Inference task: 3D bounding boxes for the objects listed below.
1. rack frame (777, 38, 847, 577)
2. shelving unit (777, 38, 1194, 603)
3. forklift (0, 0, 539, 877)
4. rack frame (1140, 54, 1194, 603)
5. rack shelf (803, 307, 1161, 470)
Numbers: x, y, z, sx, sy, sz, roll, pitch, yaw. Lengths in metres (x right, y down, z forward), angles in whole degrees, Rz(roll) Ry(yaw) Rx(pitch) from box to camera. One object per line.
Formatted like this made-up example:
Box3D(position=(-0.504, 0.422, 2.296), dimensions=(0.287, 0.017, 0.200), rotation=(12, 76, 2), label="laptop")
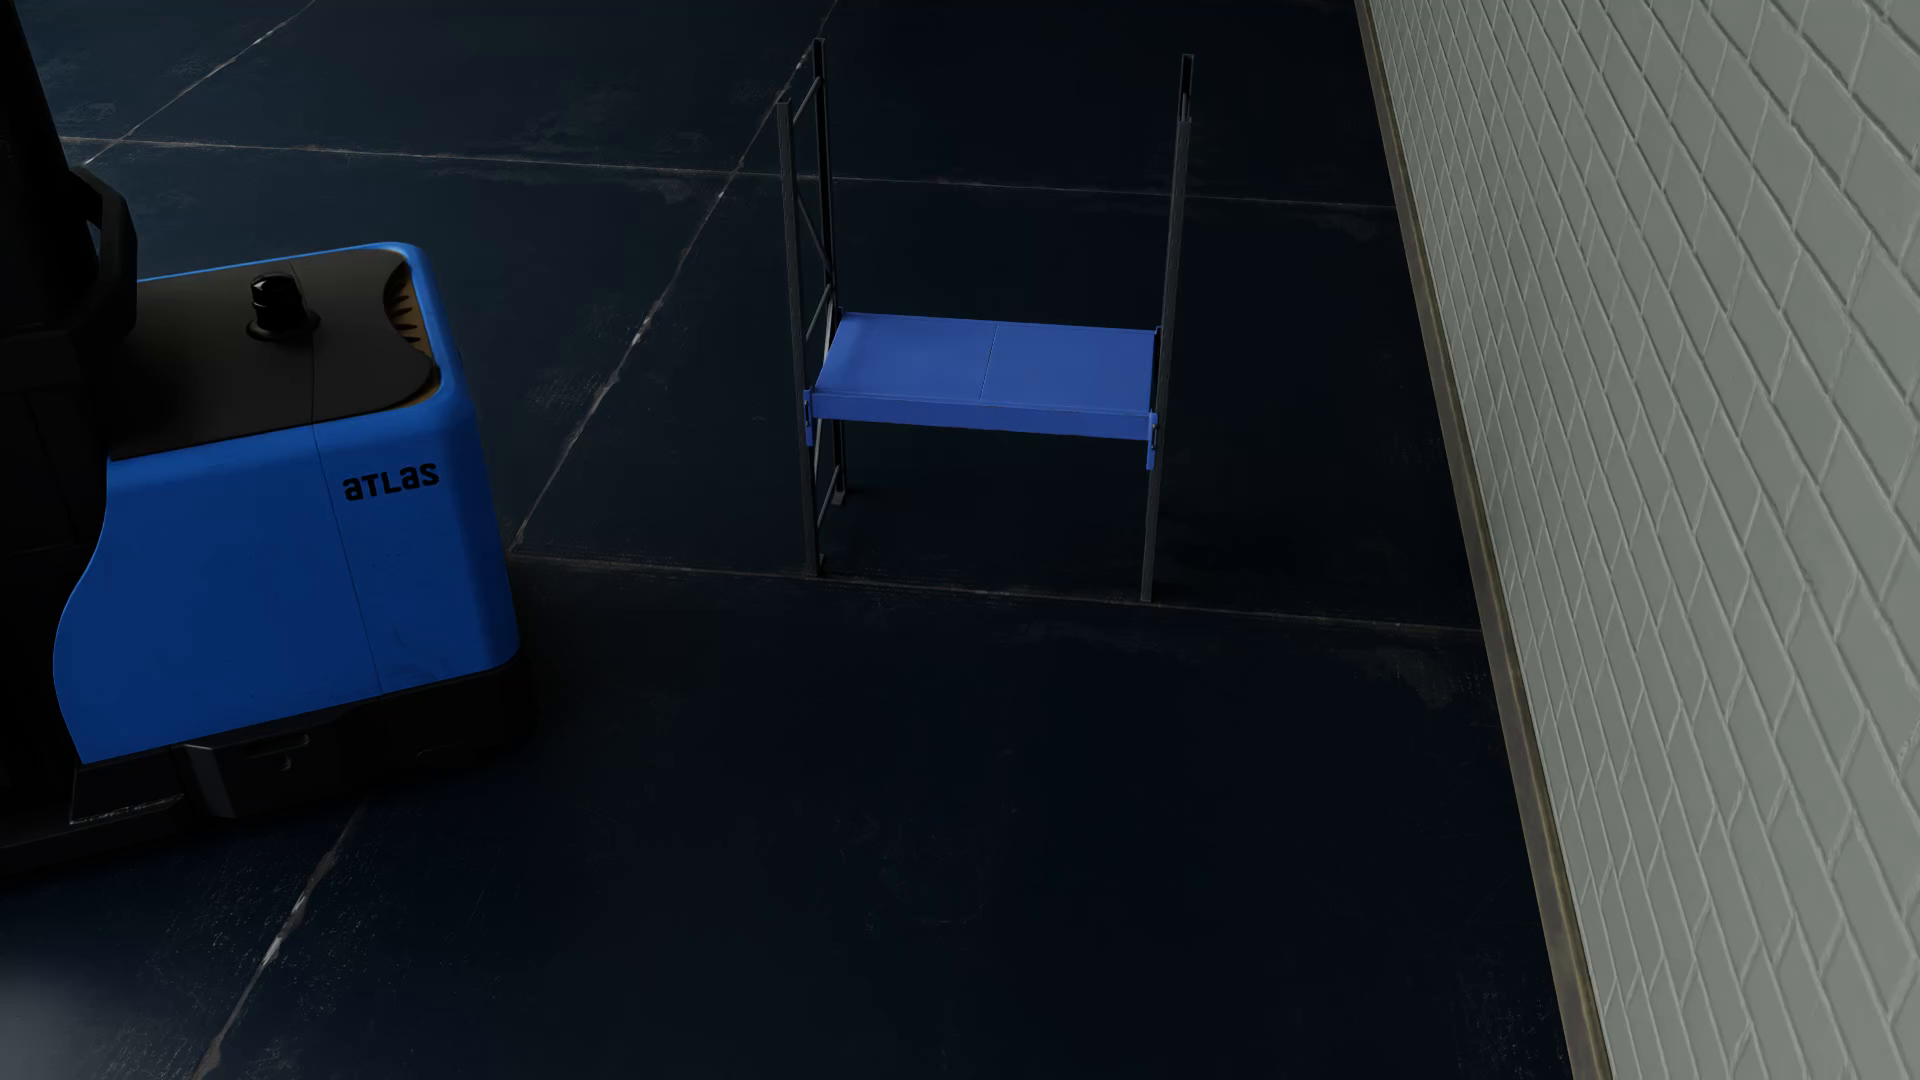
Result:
Box3D(position=(-0.420, -0.642, 4.858), dimensions=(0.032, 1.500, 0.500), rotation=(4, 36, 6), label="rack frame")
Box3D(position=(0.085, -0.604, 4.805), dimensions=(1.048, 1.500, 0.538), rotation=(4, 36, 6), label="shelving unit")
Box3D(position=(-2.700, -0.582, 3.543), dimensions=(3.031, 2.935, 1.130), rotation=(-13, 38, -17), label="forklift")
Box3D(position=(0.589, -0.567, 4.753), dimensions=(0.032, 1.500, 0.500), rotation=(4, 36, 6), label="rack frame")
Box3D(position=(0.085, -0.458, 4.910), dimensions=(1.000, 0.185, 0.538), rotation=(4, 36, 6), label="rack shelf")
